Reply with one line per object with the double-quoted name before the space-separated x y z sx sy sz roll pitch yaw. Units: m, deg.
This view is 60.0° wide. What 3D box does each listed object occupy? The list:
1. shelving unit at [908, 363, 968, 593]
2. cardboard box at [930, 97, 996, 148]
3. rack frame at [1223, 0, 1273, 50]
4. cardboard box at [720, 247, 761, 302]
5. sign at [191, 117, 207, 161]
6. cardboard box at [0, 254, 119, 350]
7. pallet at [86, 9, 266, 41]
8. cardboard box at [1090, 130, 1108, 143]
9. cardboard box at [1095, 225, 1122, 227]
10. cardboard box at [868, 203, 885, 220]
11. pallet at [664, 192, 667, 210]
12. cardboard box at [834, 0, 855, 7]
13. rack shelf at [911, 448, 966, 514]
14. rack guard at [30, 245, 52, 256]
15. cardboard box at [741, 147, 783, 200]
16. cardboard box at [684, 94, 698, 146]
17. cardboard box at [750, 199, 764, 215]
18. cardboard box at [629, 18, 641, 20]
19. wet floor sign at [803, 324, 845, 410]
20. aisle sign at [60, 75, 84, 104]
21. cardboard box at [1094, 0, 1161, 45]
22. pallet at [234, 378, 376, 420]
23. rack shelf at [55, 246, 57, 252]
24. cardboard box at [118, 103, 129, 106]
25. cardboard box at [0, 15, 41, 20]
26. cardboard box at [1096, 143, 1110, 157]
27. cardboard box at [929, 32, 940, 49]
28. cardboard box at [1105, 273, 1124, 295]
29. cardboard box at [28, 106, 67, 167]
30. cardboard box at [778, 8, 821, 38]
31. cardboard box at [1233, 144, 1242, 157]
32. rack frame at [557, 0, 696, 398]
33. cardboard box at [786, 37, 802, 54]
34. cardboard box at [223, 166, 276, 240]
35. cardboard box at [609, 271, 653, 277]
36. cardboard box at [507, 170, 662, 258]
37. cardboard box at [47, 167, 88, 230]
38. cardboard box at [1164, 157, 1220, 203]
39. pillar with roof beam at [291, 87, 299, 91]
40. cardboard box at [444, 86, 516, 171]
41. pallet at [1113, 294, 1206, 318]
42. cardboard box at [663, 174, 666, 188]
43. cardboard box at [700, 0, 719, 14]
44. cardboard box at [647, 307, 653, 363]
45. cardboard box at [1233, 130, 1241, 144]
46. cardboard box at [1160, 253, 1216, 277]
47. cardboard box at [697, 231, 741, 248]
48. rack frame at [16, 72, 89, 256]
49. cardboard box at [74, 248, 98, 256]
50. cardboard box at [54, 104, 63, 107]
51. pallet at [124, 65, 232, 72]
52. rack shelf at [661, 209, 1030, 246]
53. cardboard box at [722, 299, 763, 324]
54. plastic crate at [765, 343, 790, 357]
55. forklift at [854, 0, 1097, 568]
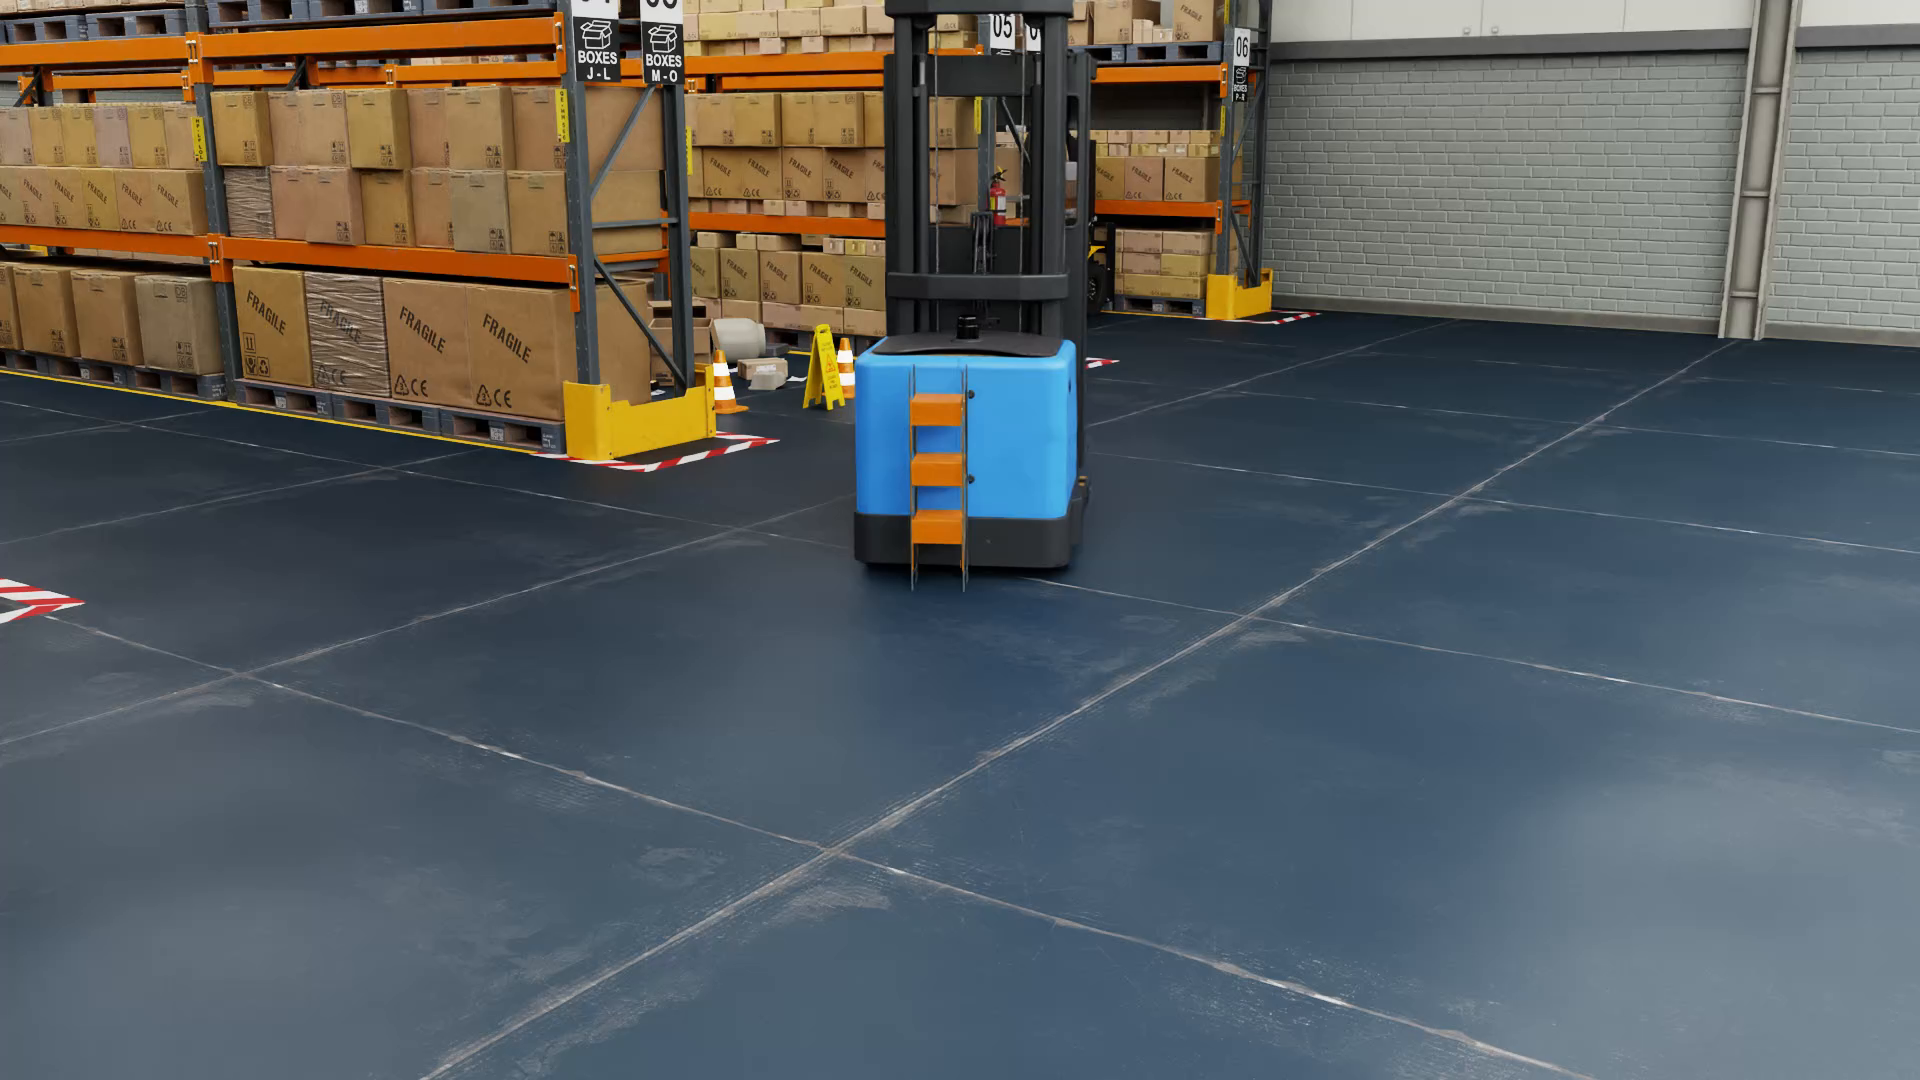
"shelving unit" -0.098 -0.287 7.779 0.252 1.050 0.215 1 16 5
"cardboard box" -0.063 -3.815 15.083 0.500 0.500 0.700 9 16 31
"rack frame" 3.250 -7.014 18.429 0.127 3.000 1.000 9 17 33
"cardboard box" -2.047 -2.679 16.689 0.500 0.500 0.500 10 17 35
"sign" -5.810 -3.061 12.703 0.005 0.325 0.100 9 17 33
"cardboard box" -8.379 -2.196 15.260 0.750 0.750 1.050 9 16 32
"pallet" -6.303 -4.124 13.395 1.217 0.209 0.805 8 16 31
"cardboard box" 1.720 -4.767 19.659 0.250 0.149 0.380 10 17 34
"cardboard box" 1.710 -3.764 20.553 0.500 0.250 0.500 9 16 32
"cardboard box" -0.650 -3.076 15.530 0.250 0.149 0.380 10 17 34
"pallet" -3.389 -3.686 17.871 1.213 0.211 1.003 9 17 33
"cardboard box" -0.961 -5.011 15.444 0.250 0.149 0.380 9 16 31
"rack shelf" -0.098 -0.277 7.782 0.240 0.259 0.215 1 16 5
"rack guard" -12.814 -4.047 24.131 0.348 0.500 1.175 9 17 33
"cardboard box" -1.788 -3.594 16.271 0.500 0.500 0.500 9 17 32
"cardboard box" -2.592 -4.224 16.736 0.500 0.500 0.700 9 17 32
"cardboard box" -1.854 -3.297 16.423 0.250 0.149 0.380 9 17 33
"cardboard box" -3.402 -5.284 17.124 0.500 0.250 0.500 9 16 32
"wet floor sign" -1.067 -1.359 12.970 0.232 0.644 0.267 6 15 23
"aisle sign" -12.680 -6.591 23.794 0.004 0.787 0.394 9 17 33
"cardboard box" 1.952 -6.027 19.394 0.500 0.500 0.700 9 17 33
"pallet" -4.928 -1.176 13.135 1.213 0.211 1.003 9 17 33
"rack shelf" -10.494 -3.103 16.612 4.000 0.370 1.077 9 17 33
"cardboard box" -10.933 -5.731 22.095 0.250 0.149 0.380 9 16 32
"cardboard box" -8.356 -4.708 14.461 0.500 0.311 0.500 9 17 33
"cardboard box" 1.728 -4.623 19.698 0.250 0.149 0.380 9 17 33
"cardboard box" -0.194 -4.464 14.896 0.250 0.149 0.380 9 17 33
"cardboard box" 1.866 -3.108 19.985 0.500 0.250 0.500 9 17 33
"cardboard box" -7.620 -3.520 14.510 0.500 0.500 0.700 9 16 32
"cardboard box" -1.363 -4.858 15.654 0.500 0.250 0.500 9 17 33
"cardboard box" 3.113 -4.562 19.453 0.250 0.149 0.380 9 16 31
"rack frame" -2.196 -2.111 11.108 0.127 3.000 1.000 9 17 33
"cardboard box" -1.433 -4.684 15.783 0.250 0.149 0.380 9 17 33
"cardboard box" -5.202 -2.673 13.067 0.550 0.550 0.875 9 17 33
"cardboard box" -3.872 -2.742 18.251 0.625 0.372 0.950 10 17 36
"cardboard box" -2.529 -2.224 11.255 0.550 0.550 0.875 9 17 33
"cardboard box" -7.359 -2.916 14.151 0.500 0.500 0.500 9 17 32
"cardboard box" 2.695 -4.164 19.193 0.500 0.500 0.500 9 16 32
"pillar with roof beam" -14.163 -8.842 25.816 0.400 9.000 9.100 9 17 33
"cardboard box" -2.990 -2.821 11.416 0.550 0.550 0.875 9 17 33
"pallet" 2.592 -2.842 19.866 1.213 0.211 1.003 9 17 33
"cardboard box" -3.119 -3.867 17.851 0.250 0.149 0.380 9 17 34
"cardboard box" -2.311 -5.195 16.190 0.250 0.149 0.380 9 16 31
"cardboard box" -3.168 -1.820 14.846 0.503 0.637 0.797 9 17 33
"cardboard box" 3.090 -4.697 19.378 0.250 0.149 0.380 9 16 32
"cardboard box" 2.671 -3.216 19.382 0.500 0.250 0.500 9 16 32
"cardboard box" -2.427 -3.034 16.776 0.250 0.149 0.380 9 17 34
"rack frame" -12.794 -5.257 23.818 0.127 3.000 1.000 9 17 33
"cardboard box" -12.190 -4.149 23.798 0.875 0.438 0.875 9 16 31
"cardboard box" -12.245 -5.924 22.875 0.250 0.149 0.380 10 17 35
"pallet" -10.148 -6.246 21.753 1.213 0.211 1.003 9 17 33
"rack shelf" -1.177 -3.030 16.320 4.000 0.370 1.077 9 17 33
"cardboard box" -2.048 -2.315 16.780 0.500 0.250 0.500 10 17 36
"plastic crate" -1.991 -1.857 16.157 0.583 0.080 0.402 3 14 14
"forklift" 0.173 -1.591 9.151 1.130 2.935 3.031 2 14 7
